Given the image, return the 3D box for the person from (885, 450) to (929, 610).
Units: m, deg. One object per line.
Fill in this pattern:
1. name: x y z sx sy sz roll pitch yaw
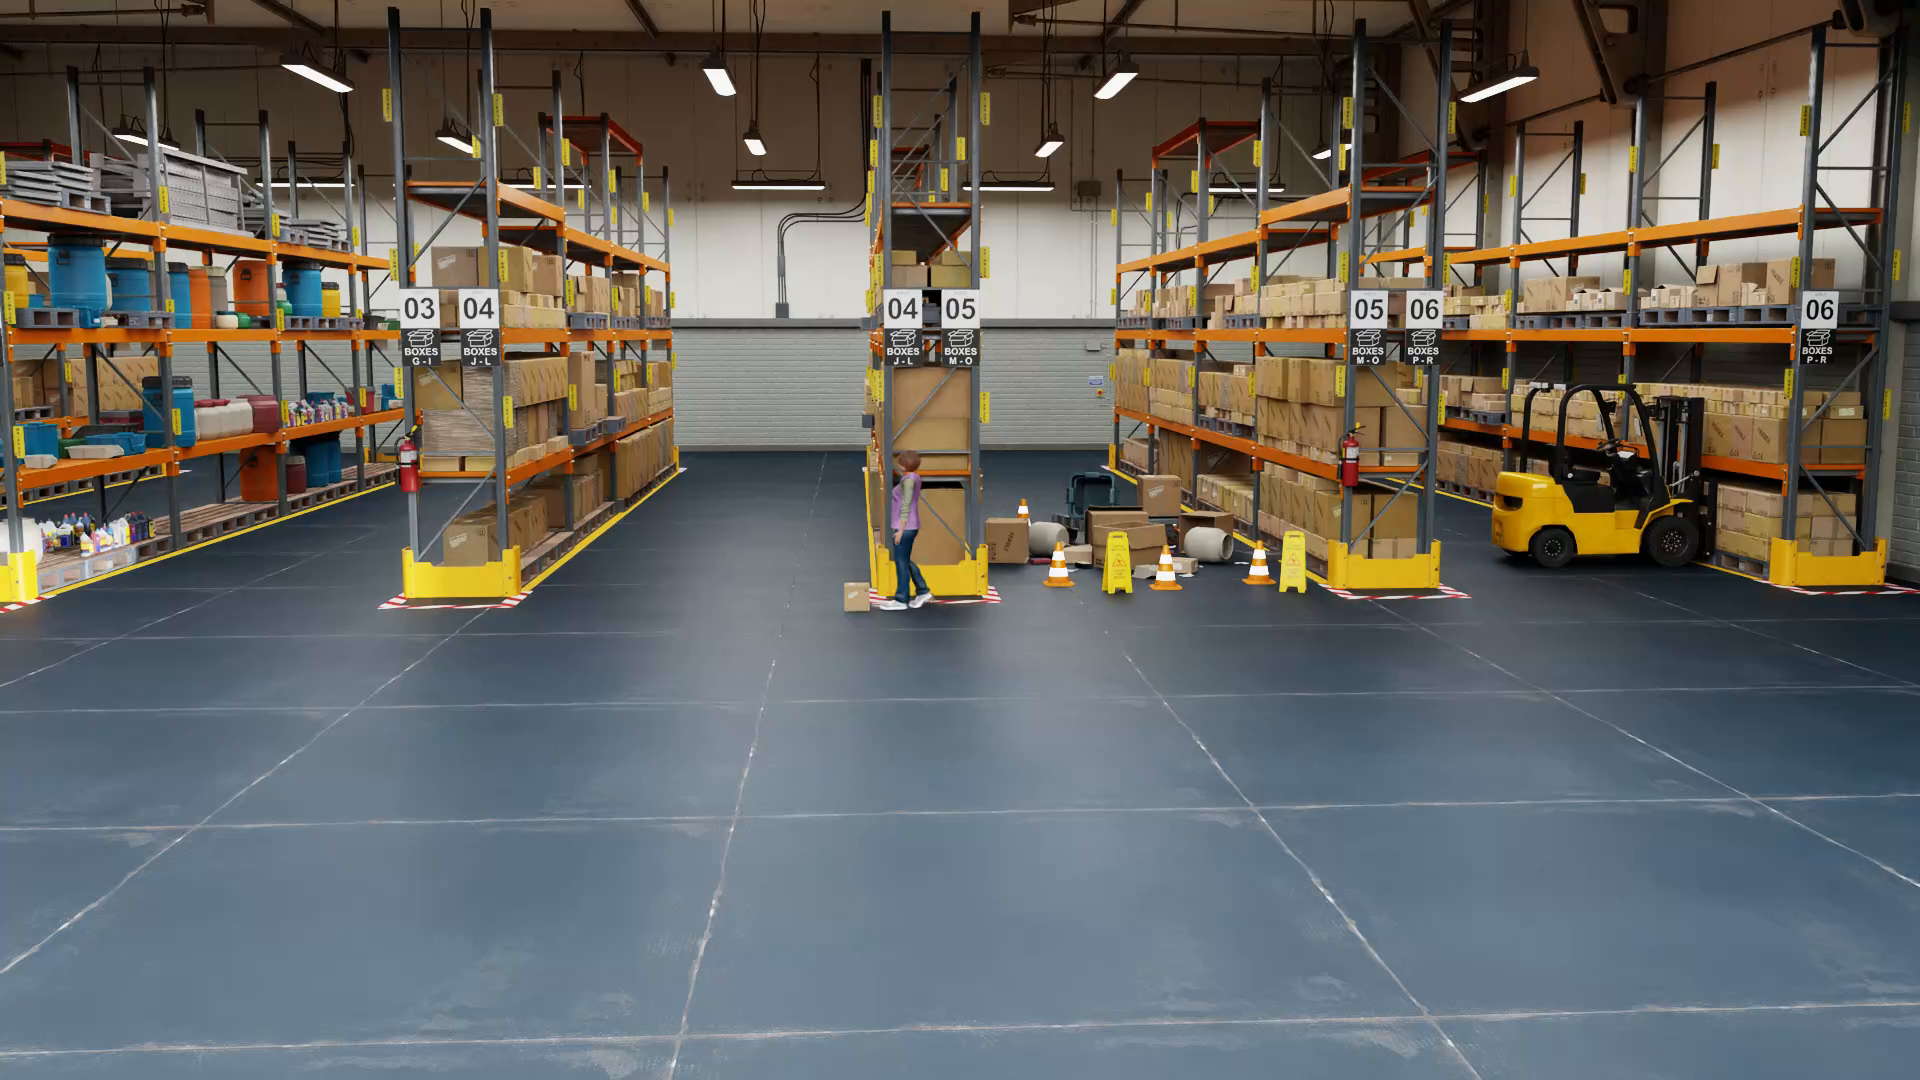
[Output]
1. person: -0.531 -0.084 16.567 0.434 1.635 0.452 0 7 2
